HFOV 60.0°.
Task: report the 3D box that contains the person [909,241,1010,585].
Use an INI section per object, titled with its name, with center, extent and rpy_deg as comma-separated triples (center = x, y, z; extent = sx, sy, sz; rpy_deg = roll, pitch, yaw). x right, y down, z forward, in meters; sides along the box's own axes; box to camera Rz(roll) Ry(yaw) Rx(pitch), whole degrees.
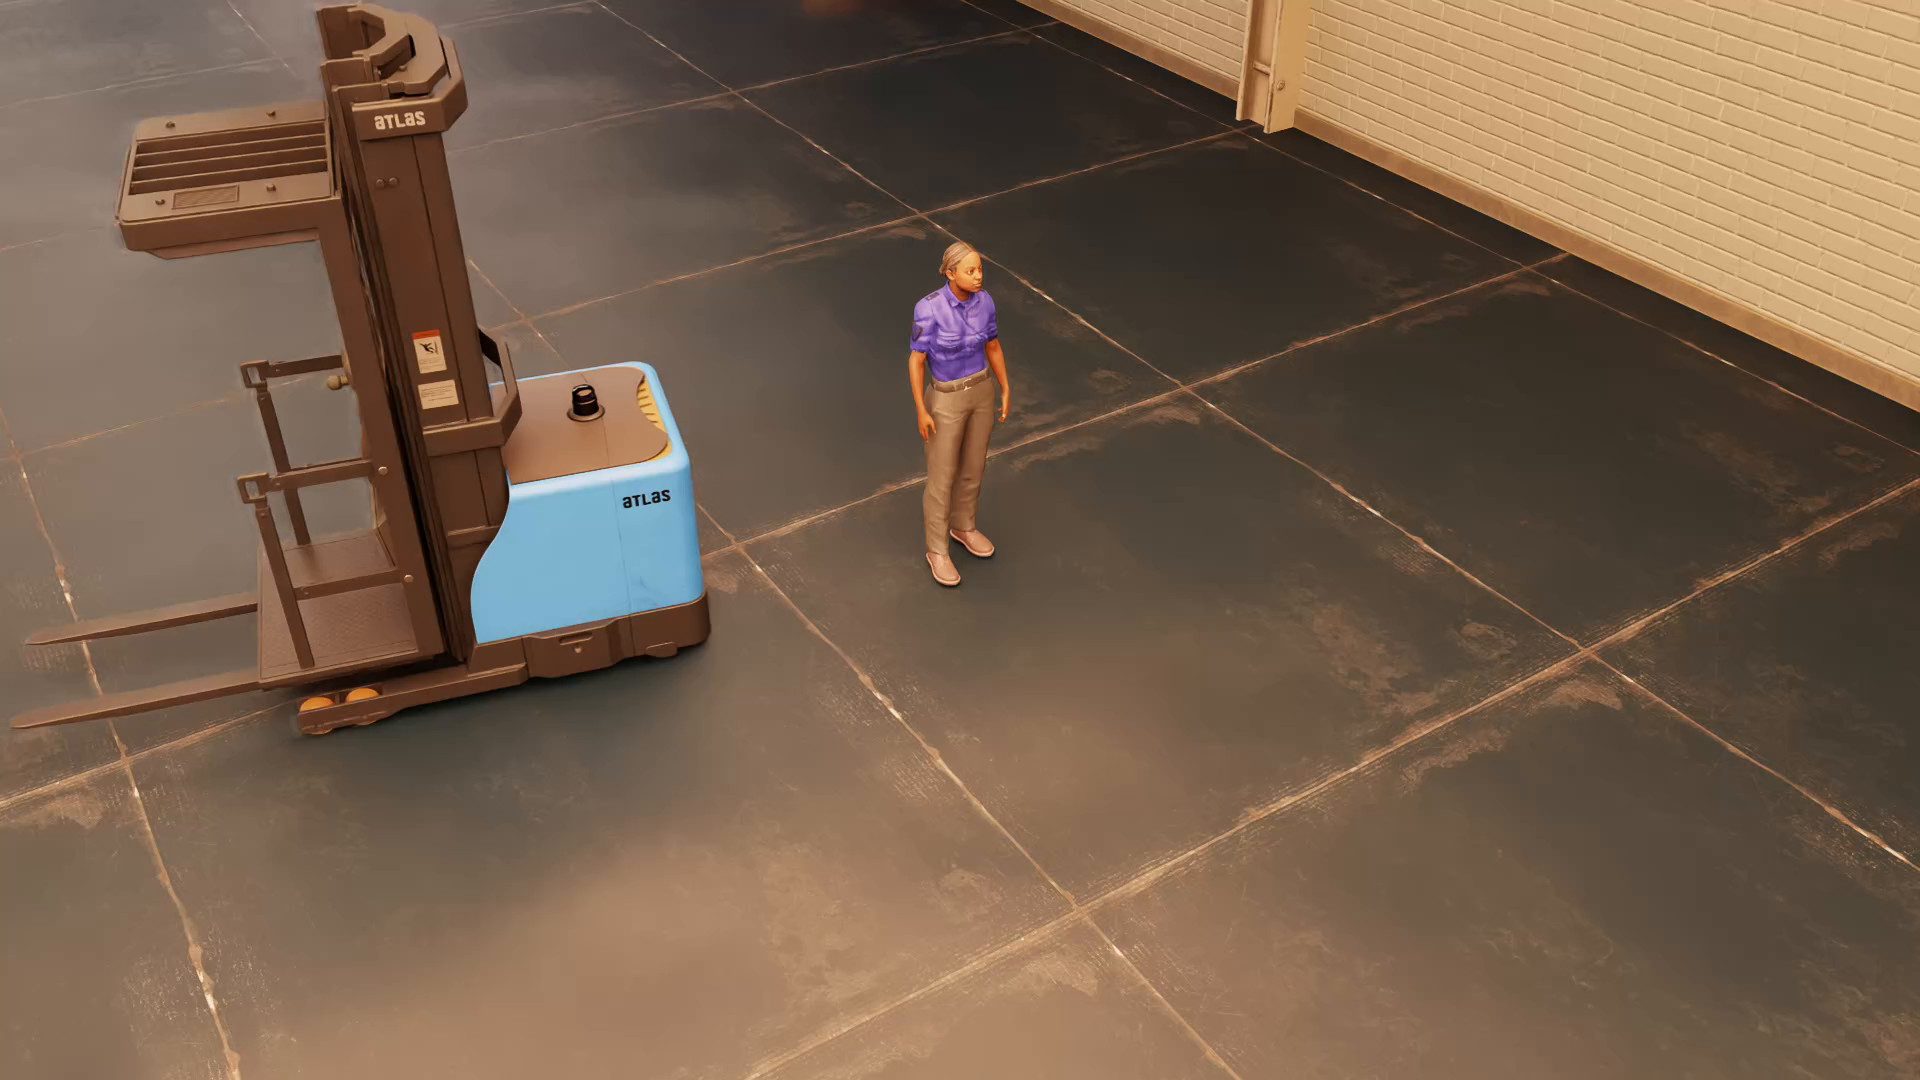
[person]
center = 0.031, -0.634, 8.148
extent = 0.569, 1.654, 0.504
rpy_deg = -21, 40, -27

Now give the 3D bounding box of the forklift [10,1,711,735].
[forklift]
center = -2.766, -0.671, 7.102
extent = 3.031, 2.935, 1.130
rpy_deg = -11, 37, -15
